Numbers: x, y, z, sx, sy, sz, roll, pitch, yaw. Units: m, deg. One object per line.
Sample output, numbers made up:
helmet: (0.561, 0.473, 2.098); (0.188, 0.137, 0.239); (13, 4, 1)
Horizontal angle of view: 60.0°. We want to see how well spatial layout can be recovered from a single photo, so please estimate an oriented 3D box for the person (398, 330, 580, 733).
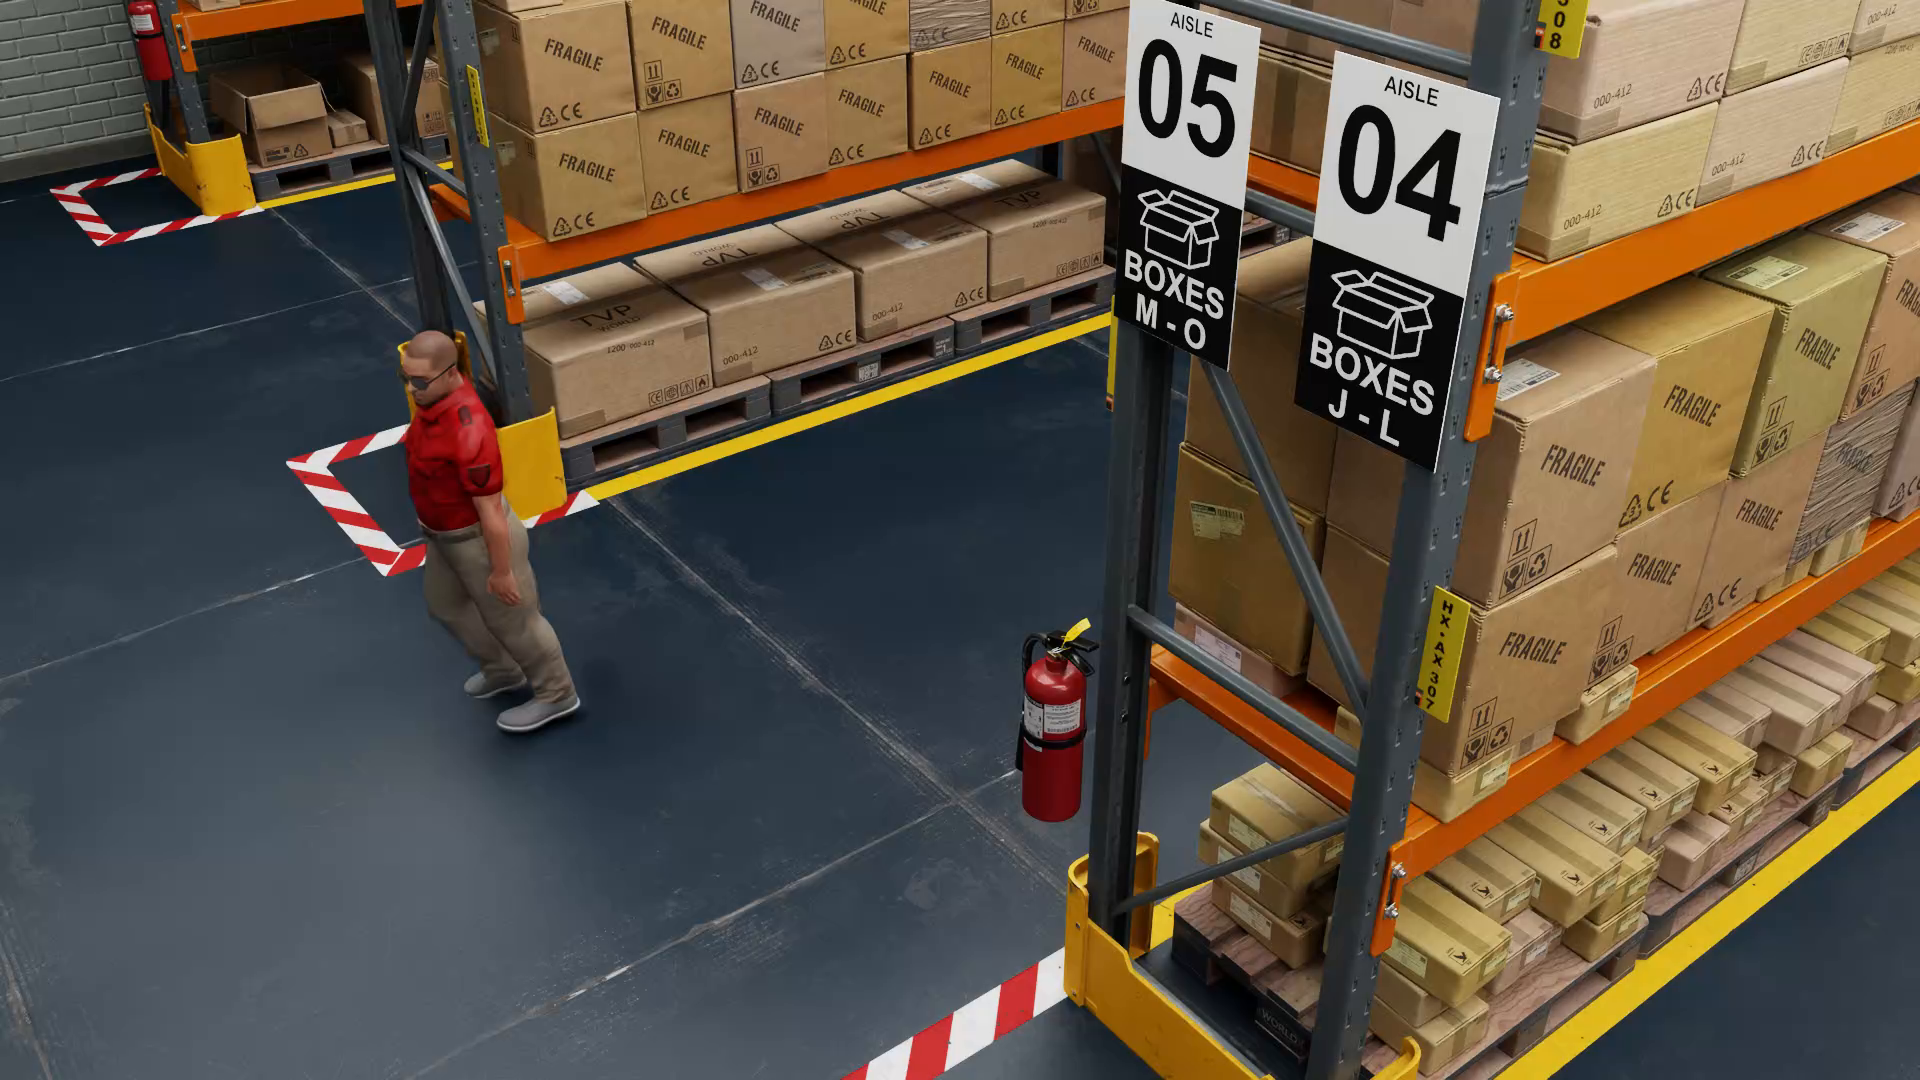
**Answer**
person: (-1.763, -0.007, 6.181); (0.473, 1.762, 0.666); (-17, 36, -25)
